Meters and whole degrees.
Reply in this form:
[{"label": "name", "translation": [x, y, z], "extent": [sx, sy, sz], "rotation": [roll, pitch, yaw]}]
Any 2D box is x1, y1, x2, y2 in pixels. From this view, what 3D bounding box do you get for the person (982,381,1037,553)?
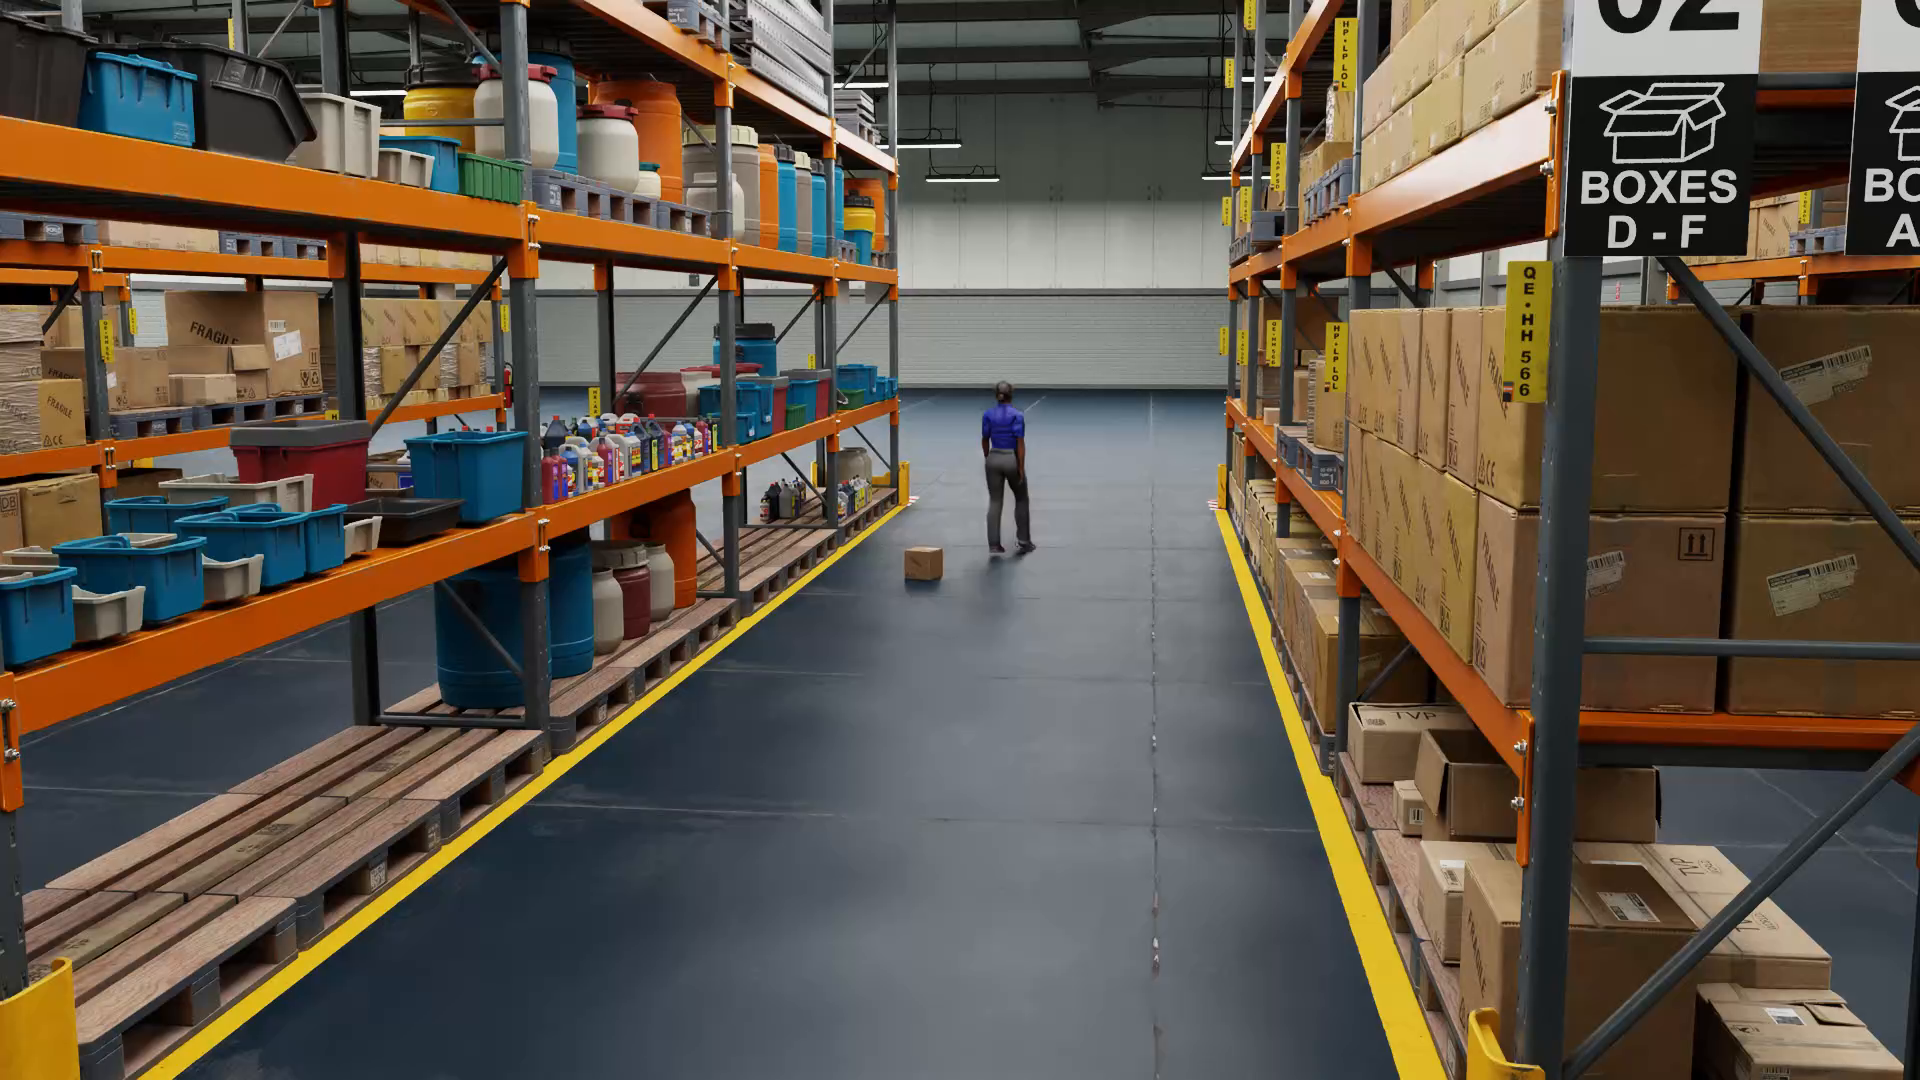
[{"label": "person", "translation": [0.444, -0.692, 15.966], "extent": [0.467, 1.673, 0.777], "rotation": [3, 8, 18]}]
